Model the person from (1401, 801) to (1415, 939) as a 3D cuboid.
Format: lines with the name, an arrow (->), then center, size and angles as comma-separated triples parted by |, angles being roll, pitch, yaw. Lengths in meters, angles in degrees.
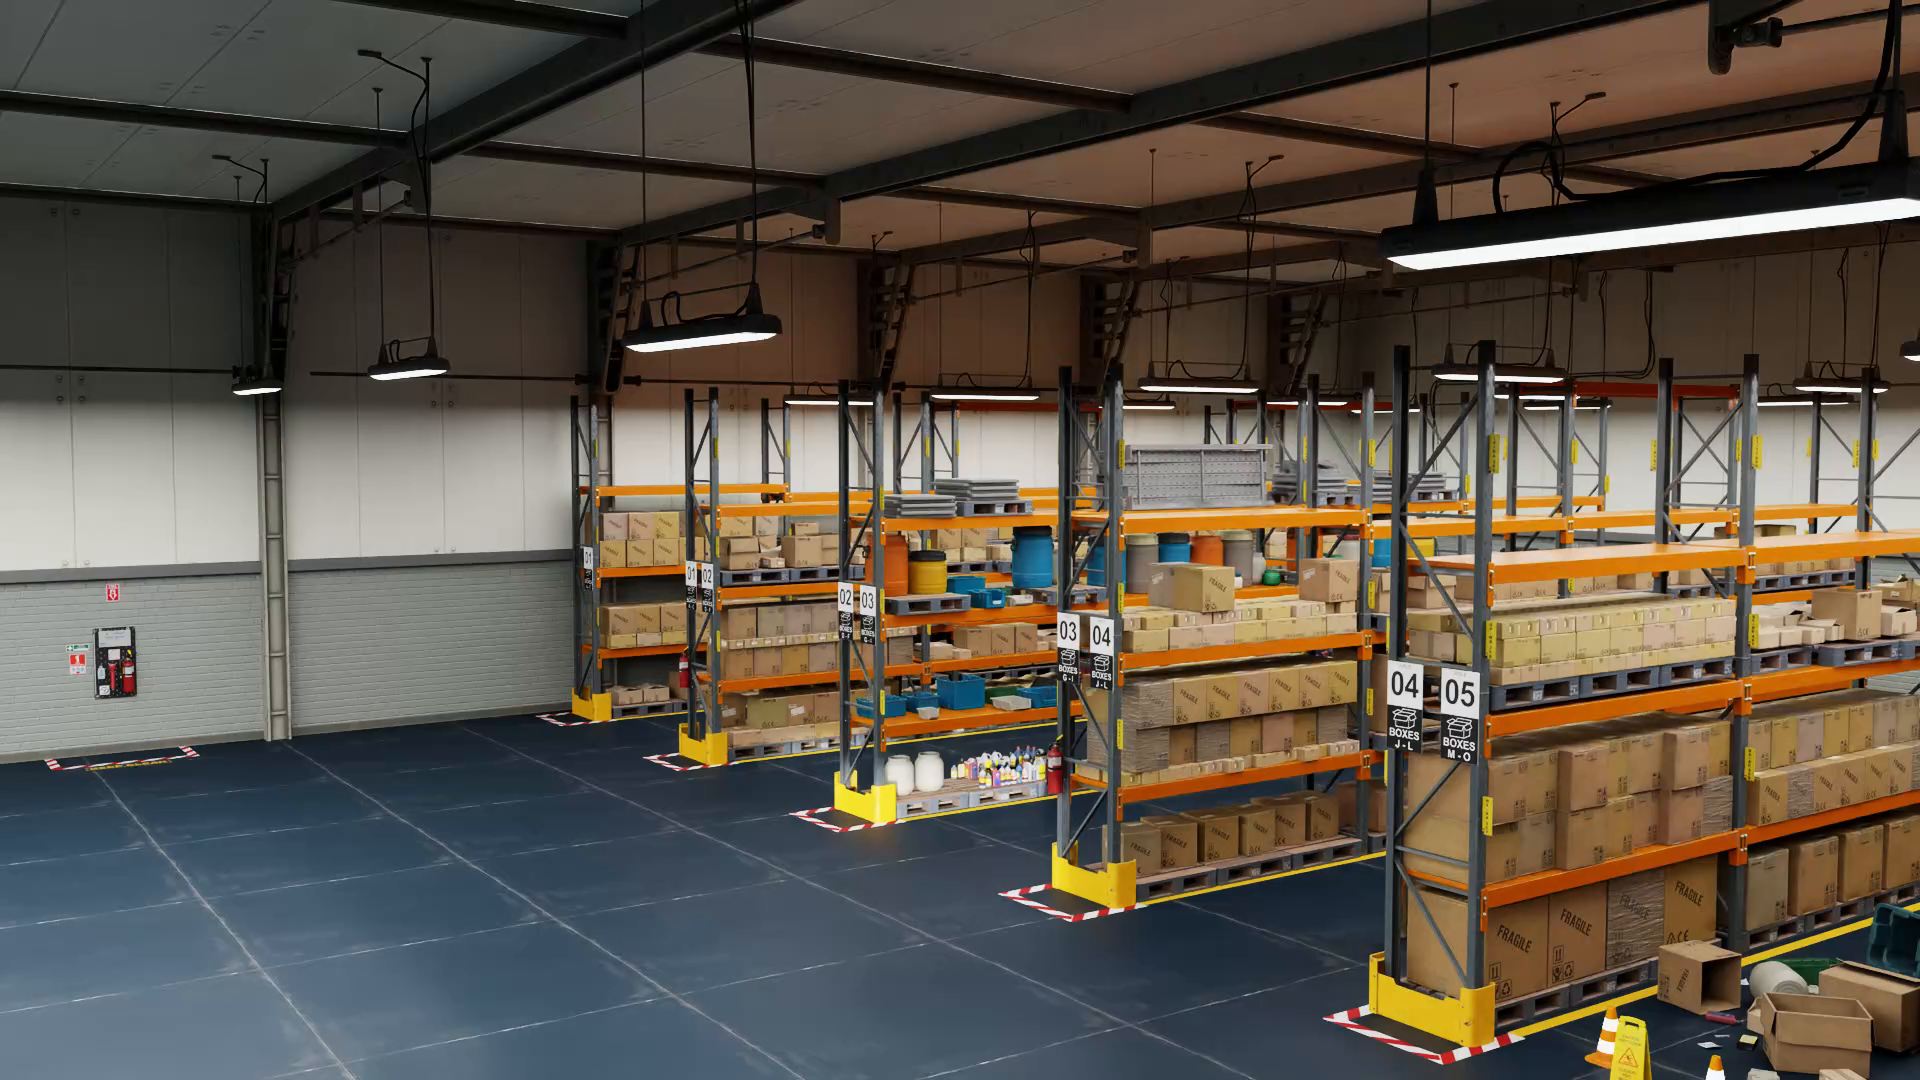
person -> 4.787, 3.242, 17.249 | 0.591, 1.795, 0.455 | -1, 3, -10
